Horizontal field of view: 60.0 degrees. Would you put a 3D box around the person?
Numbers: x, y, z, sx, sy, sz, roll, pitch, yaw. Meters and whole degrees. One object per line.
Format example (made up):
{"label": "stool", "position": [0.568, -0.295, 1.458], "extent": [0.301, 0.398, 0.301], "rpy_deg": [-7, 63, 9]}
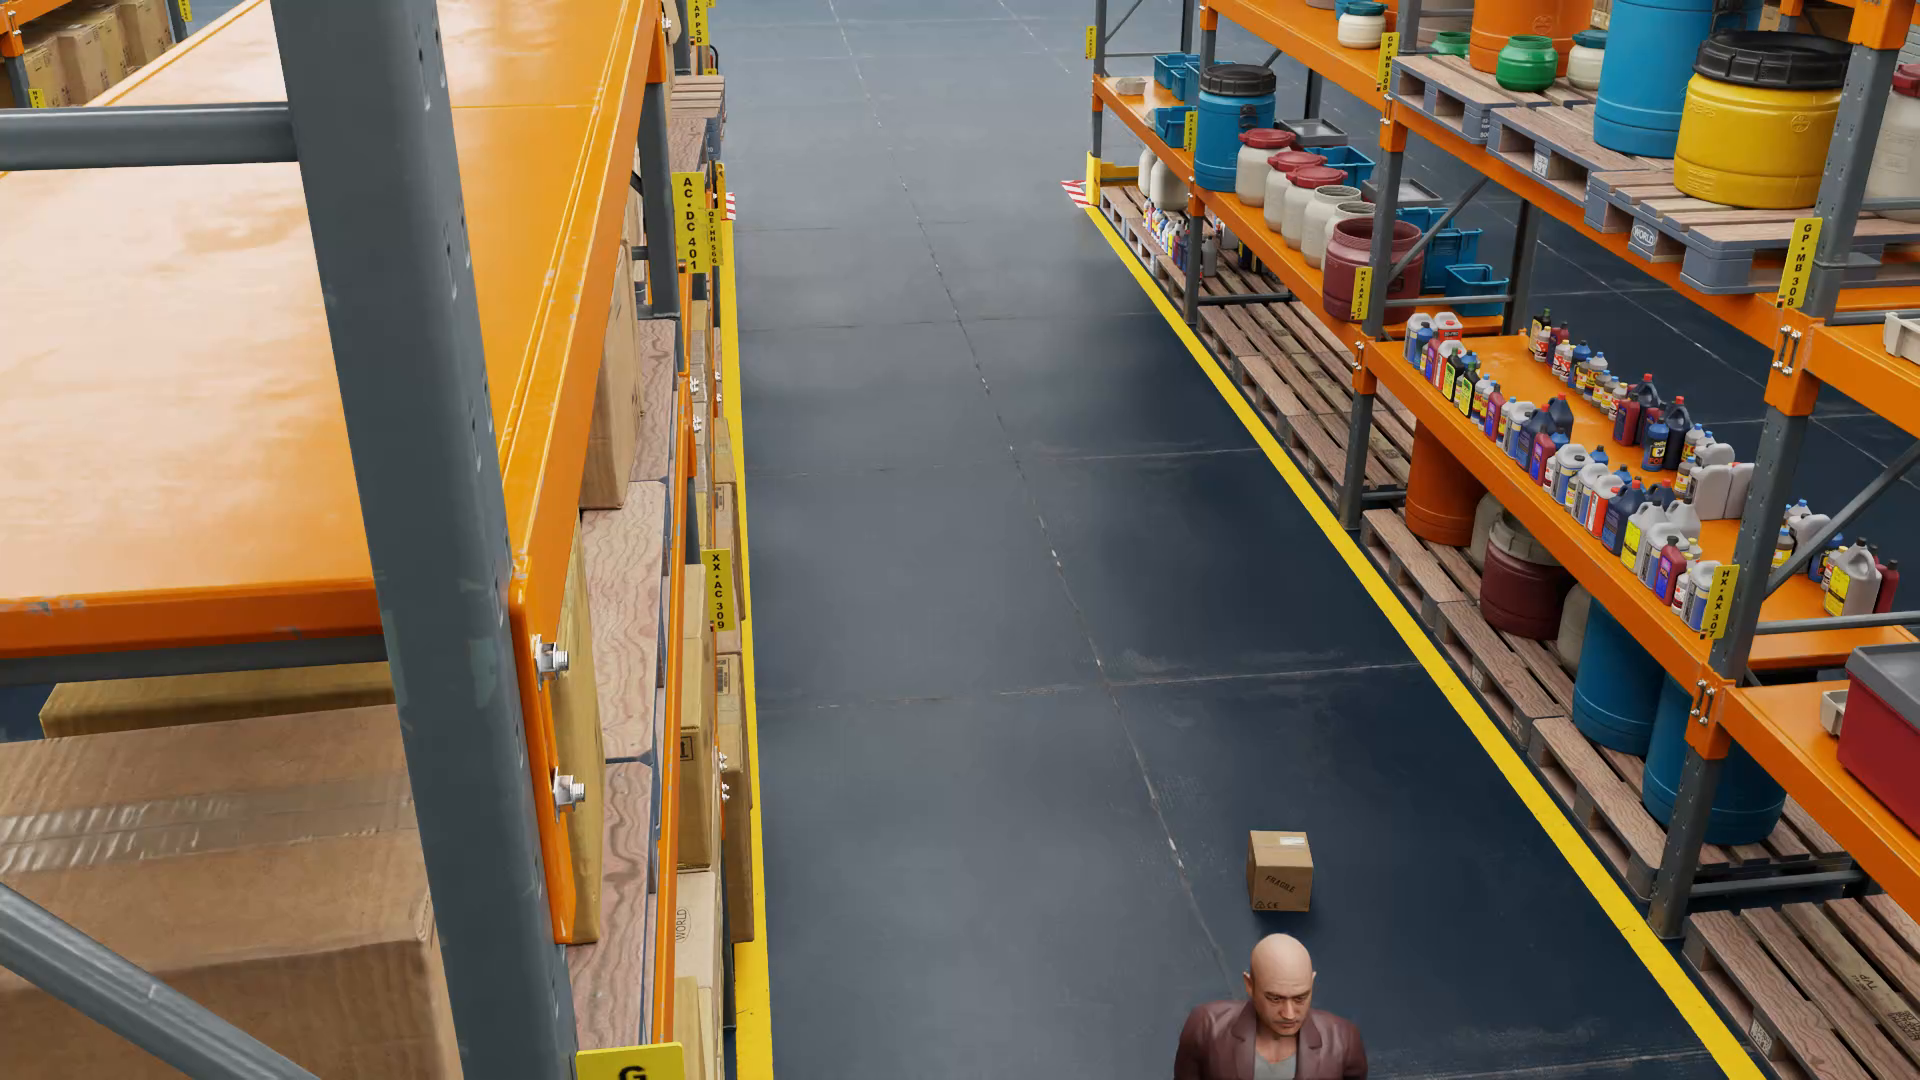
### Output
{"label": "person", "position": [0.863, 1.983, 4.892], "extent": [0.585, 1.548, 0.695], "rpy_deg": [5, 27, 10]}
